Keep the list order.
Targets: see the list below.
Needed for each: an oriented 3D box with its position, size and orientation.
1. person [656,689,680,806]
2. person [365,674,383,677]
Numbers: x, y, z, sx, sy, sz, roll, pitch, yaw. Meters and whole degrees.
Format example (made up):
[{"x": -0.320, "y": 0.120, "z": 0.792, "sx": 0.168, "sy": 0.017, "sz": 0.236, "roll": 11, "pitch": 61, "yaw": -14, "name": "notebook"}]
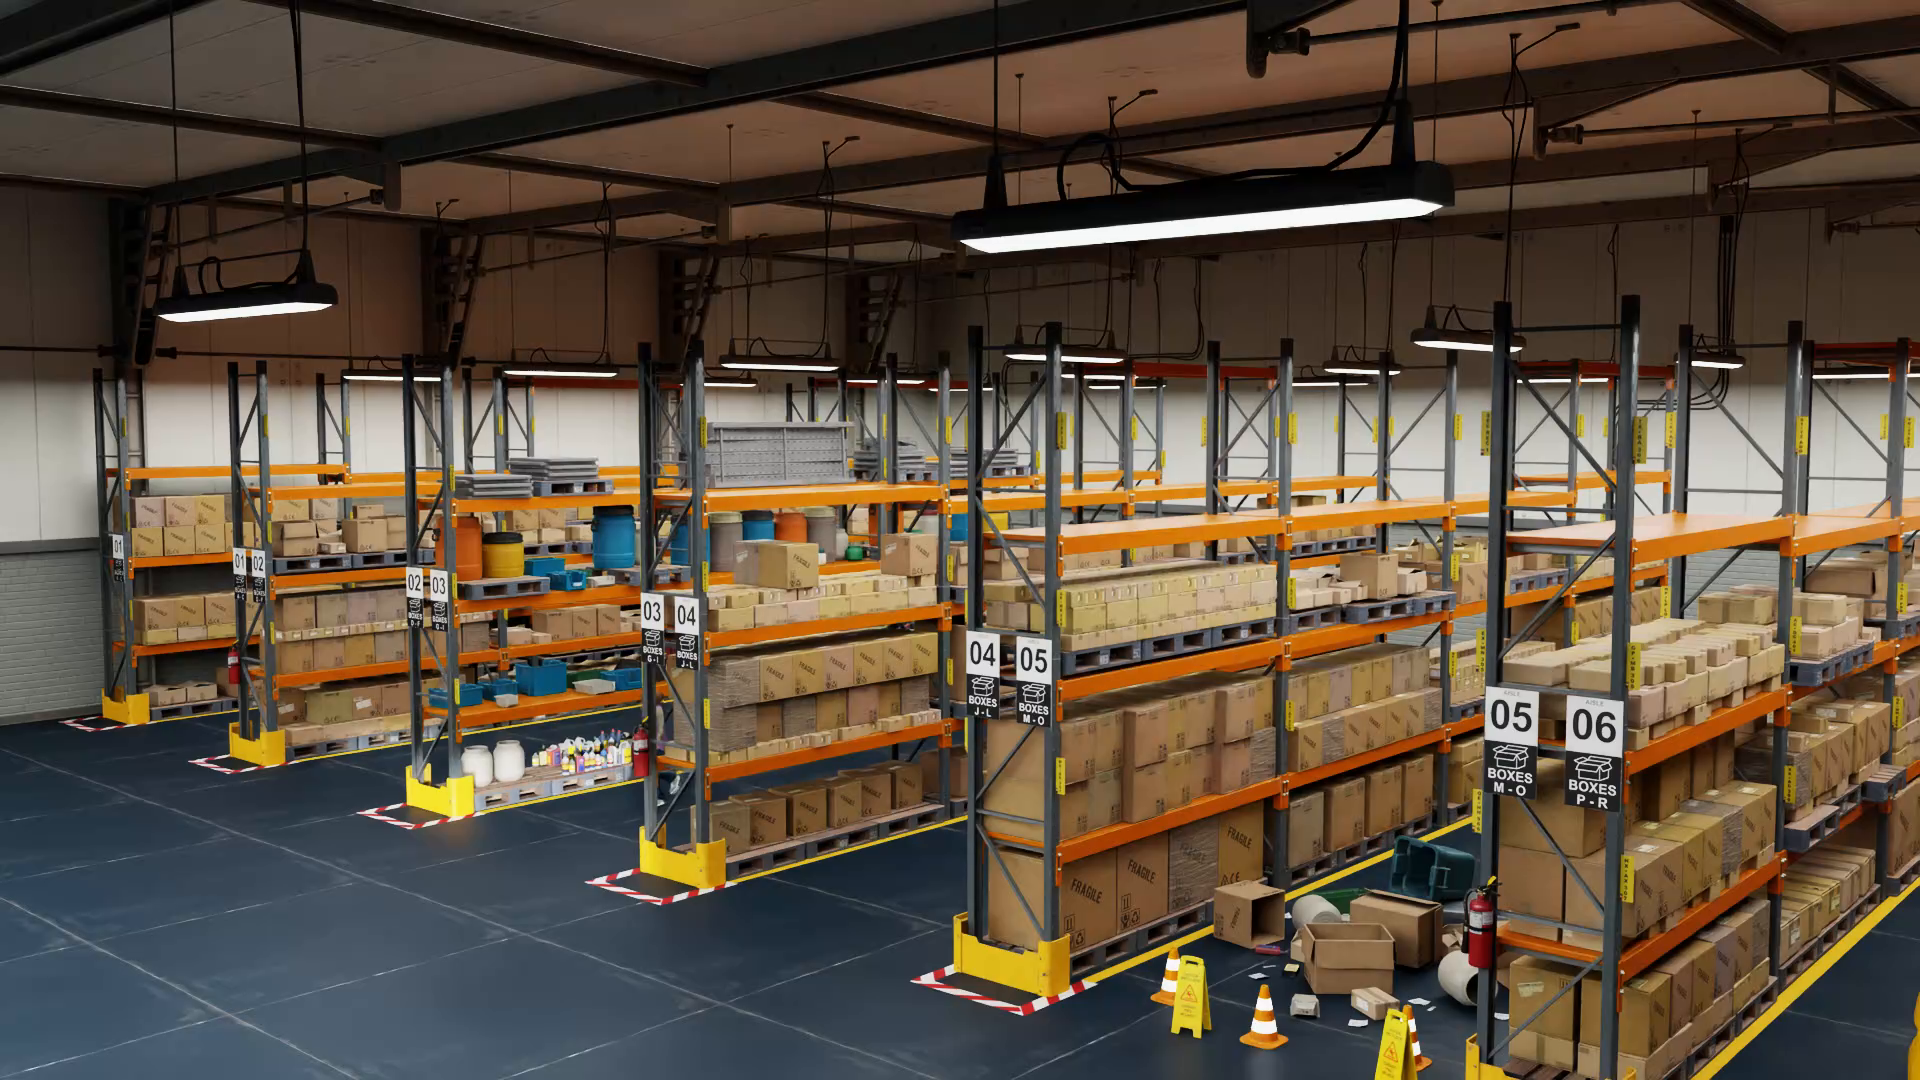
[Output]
[{"x": -3.994, "y": 2.763, "z": 22.163, "sx": 0.497, "sy": 1.570, "sz": 0.481, "roll": -2, "pitch": 5, "yaw": -23, "name": "person"}, {"x": -10.051, "y": 2.271, "z": 28.306, "sx": 0.519, "sy": 1.677, "sz": 0.756, "roll": 2, "pitch": 5, "yaw": 26, "name": "person"}]
